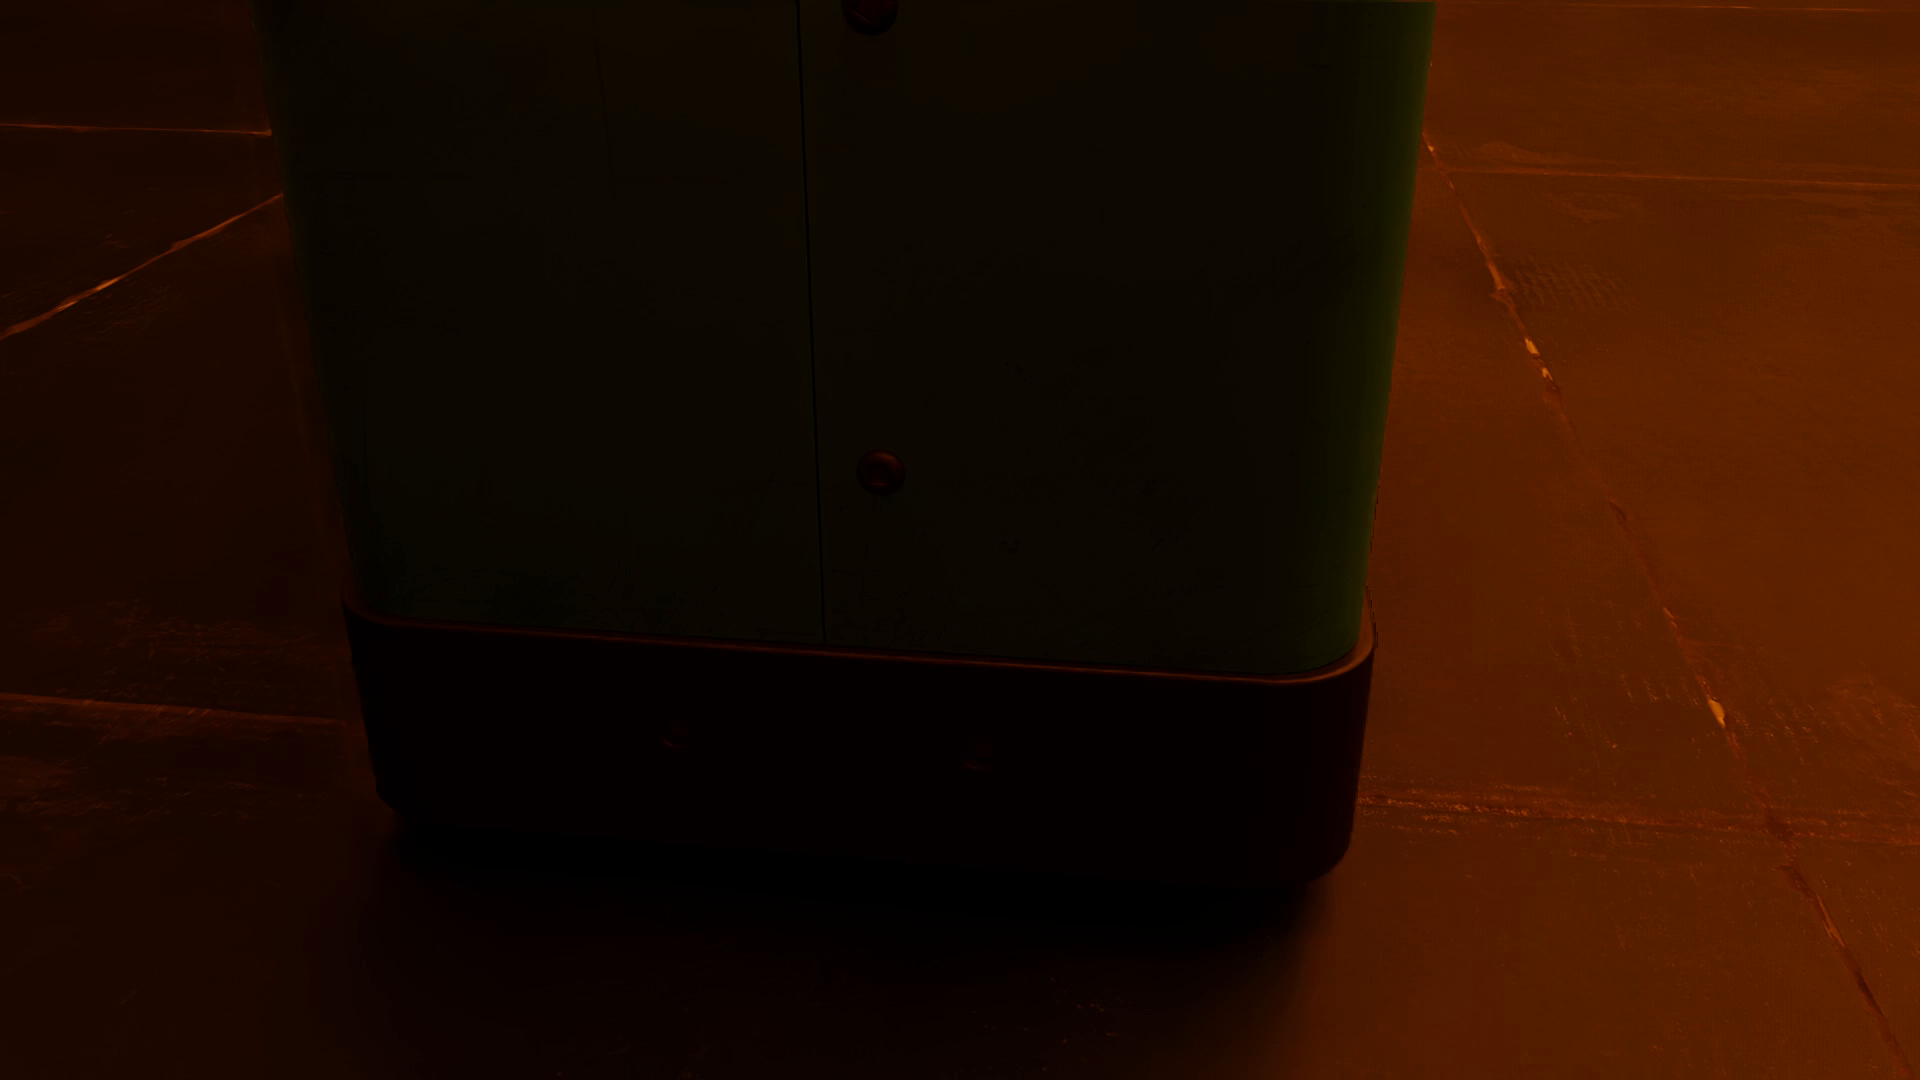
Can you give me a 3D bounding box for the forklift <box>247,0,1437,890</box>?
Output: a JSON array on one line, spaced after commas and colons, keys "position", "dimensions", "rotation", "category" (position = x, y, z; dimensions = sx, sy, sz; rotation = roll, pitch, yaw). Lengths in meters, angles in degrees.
[{"position": [0.063, -1.595, 2.414], "dimensions": [1.130, 2.935, 3.031], "rotation": [3, 27, 7], "category": "forklift"}]
